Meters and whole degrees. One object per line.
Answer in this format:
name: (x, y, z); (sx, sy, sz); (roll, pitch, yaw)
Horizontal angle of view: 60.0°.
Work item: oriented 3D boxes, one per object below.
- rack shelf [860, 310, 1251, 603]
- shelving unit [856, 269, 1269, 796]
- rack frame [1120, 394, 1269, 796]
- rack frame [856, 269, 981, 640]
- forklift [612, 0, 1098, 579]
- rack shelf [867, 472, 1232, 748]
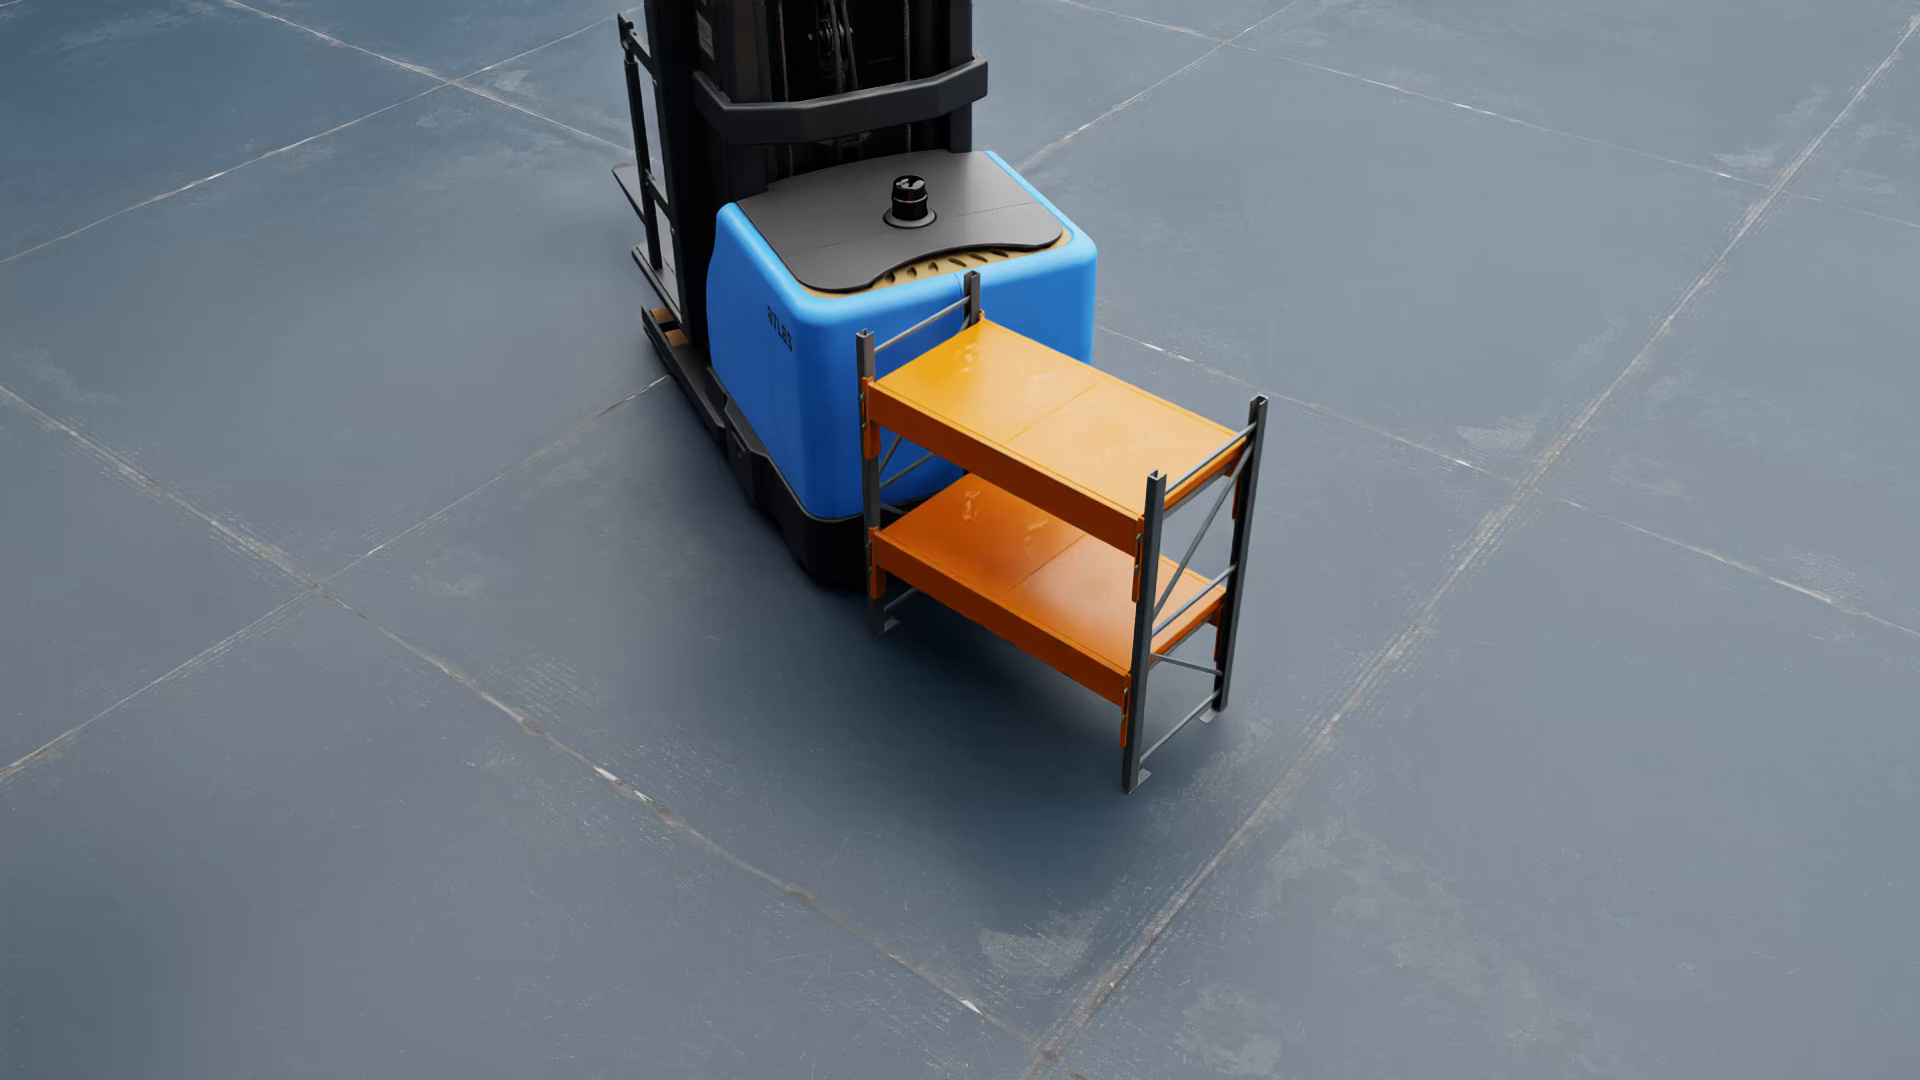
rack shelf: (0.263, -0.265, 4.701); (1.000, 0.278, 0.538); (29, 46, 32)
shelving unit: (0.263, -0.034, 4.881); (1.048, 1.125, 0.538); (29, 46, 32)
rack frame: (0.642, 0.175, 4.615); (0.032, 1.125, 0.500); (29, 46, 32)
rack frame: (-0.116, -0.243, 5.148); (0.032, 1.125, 0.500); (29, 46, 32)
forklift: (-0.633, -1.928, 5.835); (1.130, 2.935, 3.031); (-16, 41, -20)
rack shelf: (0.263, 0.158, 5.032); (1.000, 0.278, 0.538); (29, 46, 32)
